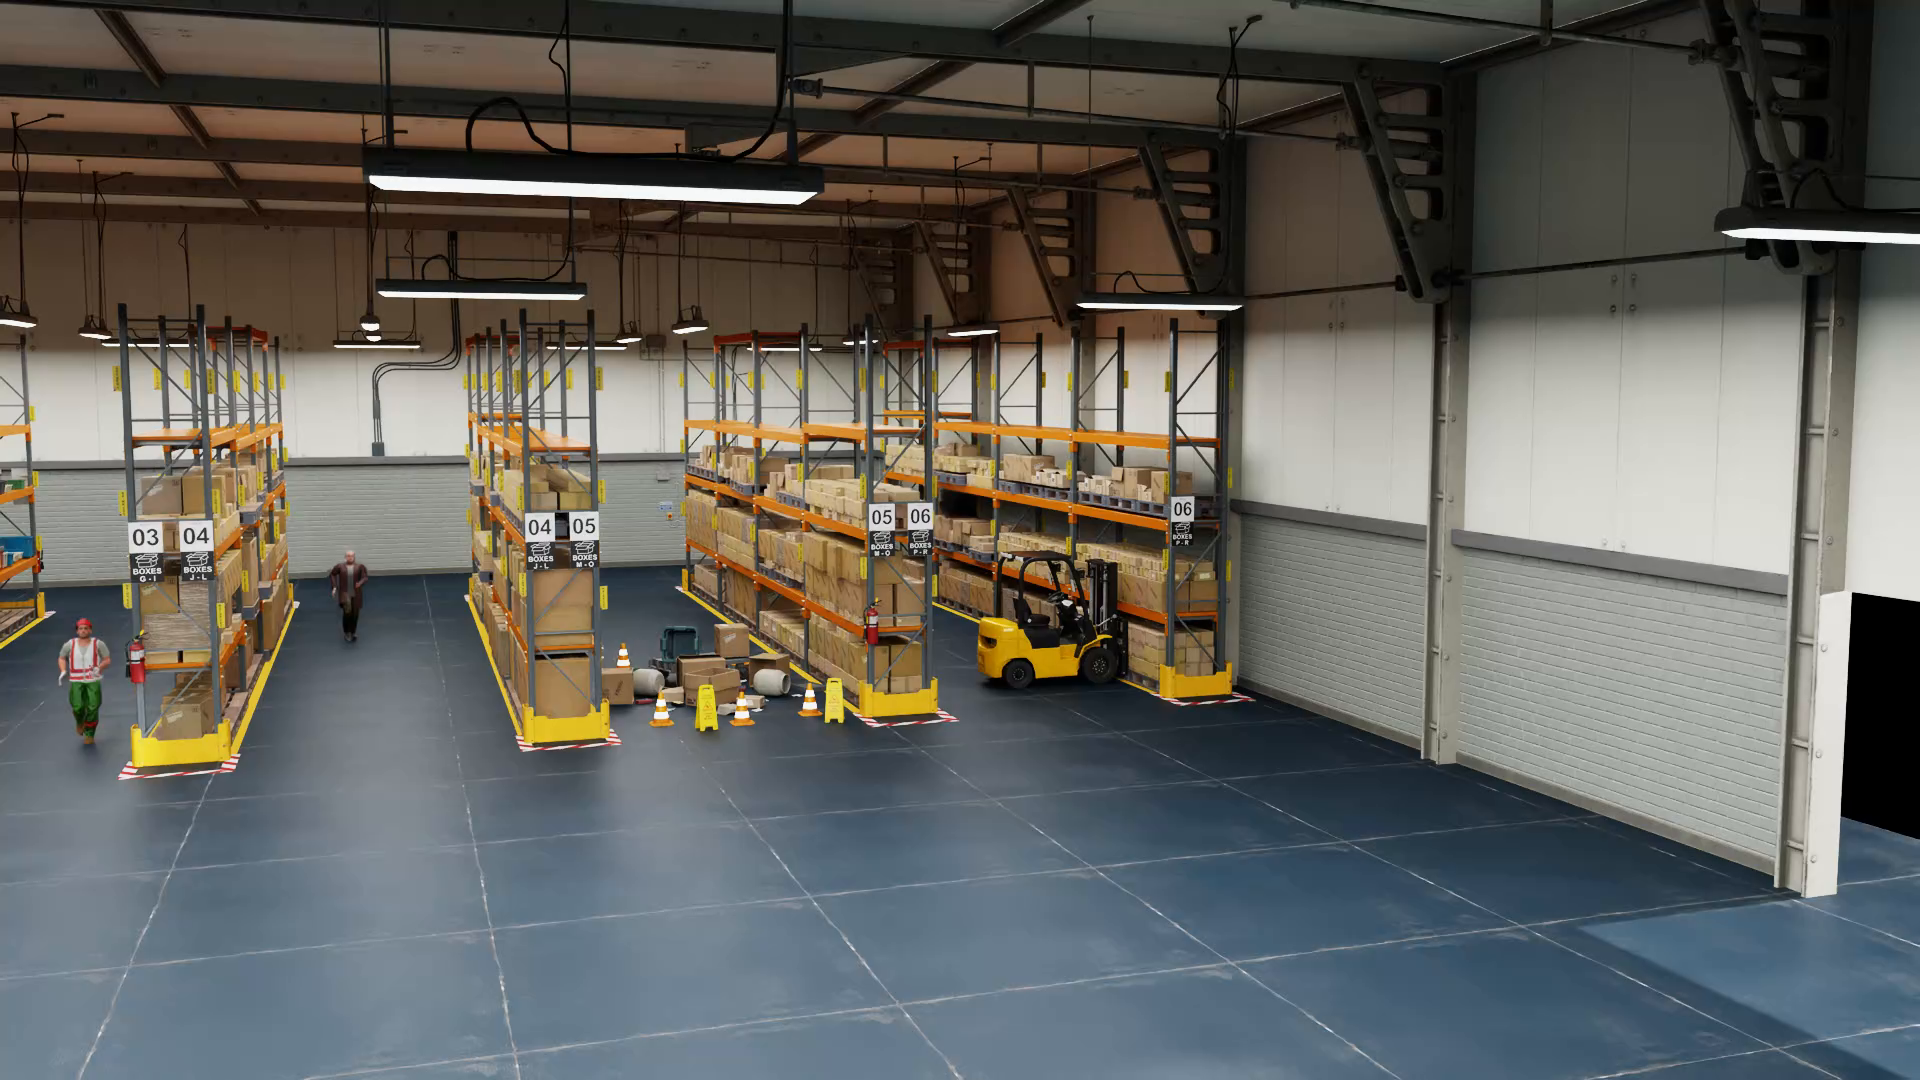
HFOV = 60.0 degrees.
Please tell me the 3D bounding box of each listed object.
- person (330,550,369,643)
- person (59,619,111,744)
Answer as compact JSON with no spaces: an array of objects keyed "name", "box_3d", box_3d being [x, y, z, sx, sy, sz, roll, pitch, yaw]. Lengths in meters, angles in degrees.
[{"name":"person","box_3d":[-11.756,1.085,32.075,0.670,1.787,0.852,-3,6,-28]},{"name":"person","box_3d":[-12.081,1.959,22.966,0.653,1.742,0.587,-3,6,-25]}]
